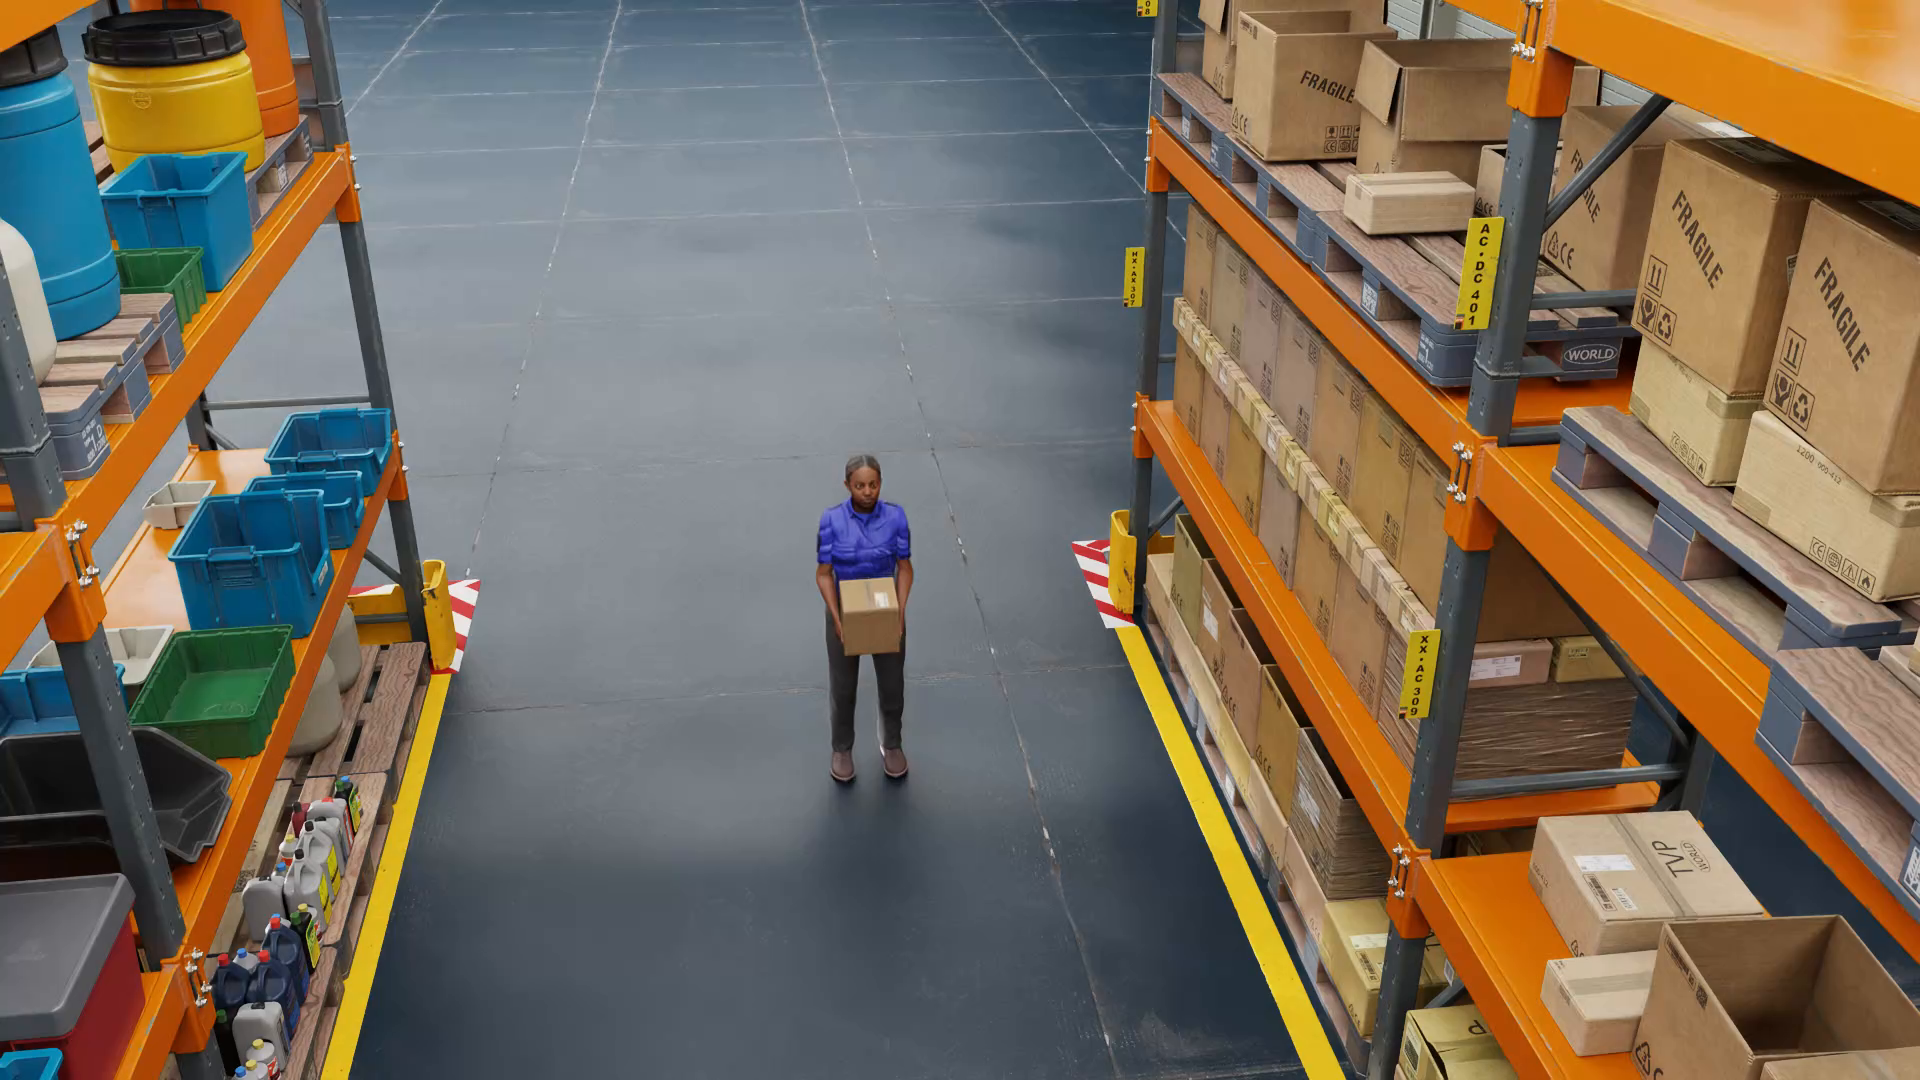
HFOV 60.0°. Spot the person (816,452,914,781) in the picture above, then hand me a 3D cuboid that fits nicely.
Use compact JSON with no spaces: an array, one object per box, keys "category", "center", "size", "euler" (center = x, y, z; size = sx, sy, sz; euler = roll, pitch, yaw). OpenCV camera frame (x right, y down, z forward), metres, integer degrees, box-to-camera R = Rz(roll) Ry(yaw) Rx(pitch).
[{"category":"person","center":[-0.436,0.403,7.842],"size":[0.464,1.656,0.491],"euler":[-4,28,-7]}]
